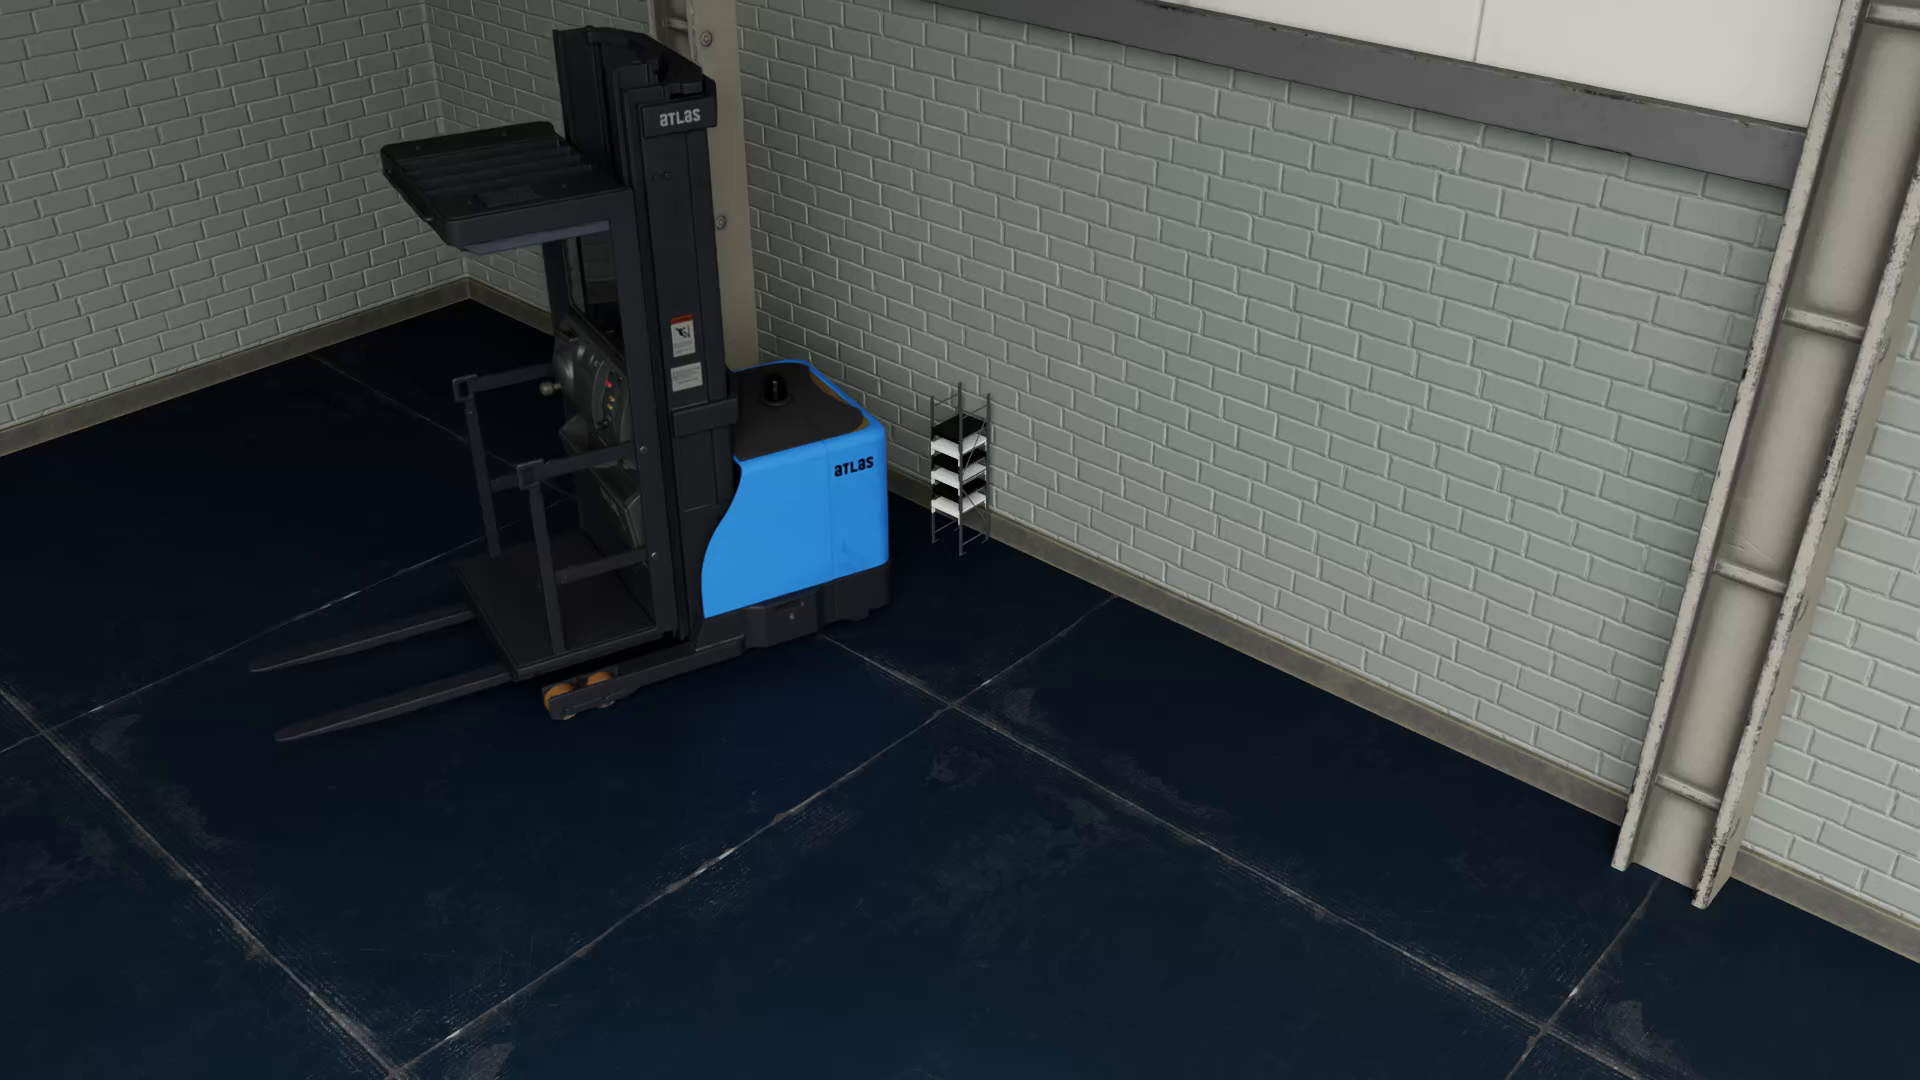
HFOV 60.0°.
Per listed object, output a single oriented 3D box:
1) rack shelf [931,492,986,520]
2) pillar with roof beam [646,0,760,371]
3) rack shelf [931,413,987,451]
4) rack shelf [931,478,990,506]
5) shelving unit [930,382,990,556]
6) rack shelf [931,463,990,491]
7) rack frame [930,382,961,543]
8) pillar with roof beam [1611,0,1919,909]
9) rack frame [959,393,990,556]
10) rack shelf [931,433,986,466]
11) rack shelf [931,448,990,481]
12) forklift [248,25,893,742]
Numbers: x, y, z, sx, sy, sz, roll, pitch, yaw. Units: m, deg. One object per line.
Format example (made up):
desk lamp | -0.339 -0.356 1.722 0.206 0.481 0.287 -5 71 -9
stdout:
rack shelf | 0.002 -0.196 9.117 0.200 0.077 0.258 25 39 35
pillar with roof beam | -4.358 -2.910 5.358 0.400 9.000 9.100 25 39 35
rack shelf | 0.002 -0.582 8.885 0.200 0.077 0.258 25 39 35
rack shelf | 0.002 -0.273 9.070 0.200 0.077 0.258 25 39 35
shelving unit | 0.002 -0.379 9.007 0.210 0.900 0.258 25 39 35
rack shelf | 0.002 -0.350 9.024 0.200 0.077 0.258 25 39 35
rack frame | -0.074 -0.414 9.065 0.006 0.900 0.240 25 39 35
pillar with roof beam | 0.090 -0.833 1.909 0.400 9.000 9.100 25 39 35
rack frame | 0.078 -0.344 8.949 0.006 0.900 0.240 25 39 35
rack shelf | 0.002 -0.505 8.931 0.200 0.077 0.258 25 39 35
rack shelf | 0.002 -0.427 8.978 0.200 0.077 0.258 25 39 35
forklift | -1.879 -0.719 7.603 3.031 2.935 1.130 -17 35 -26
